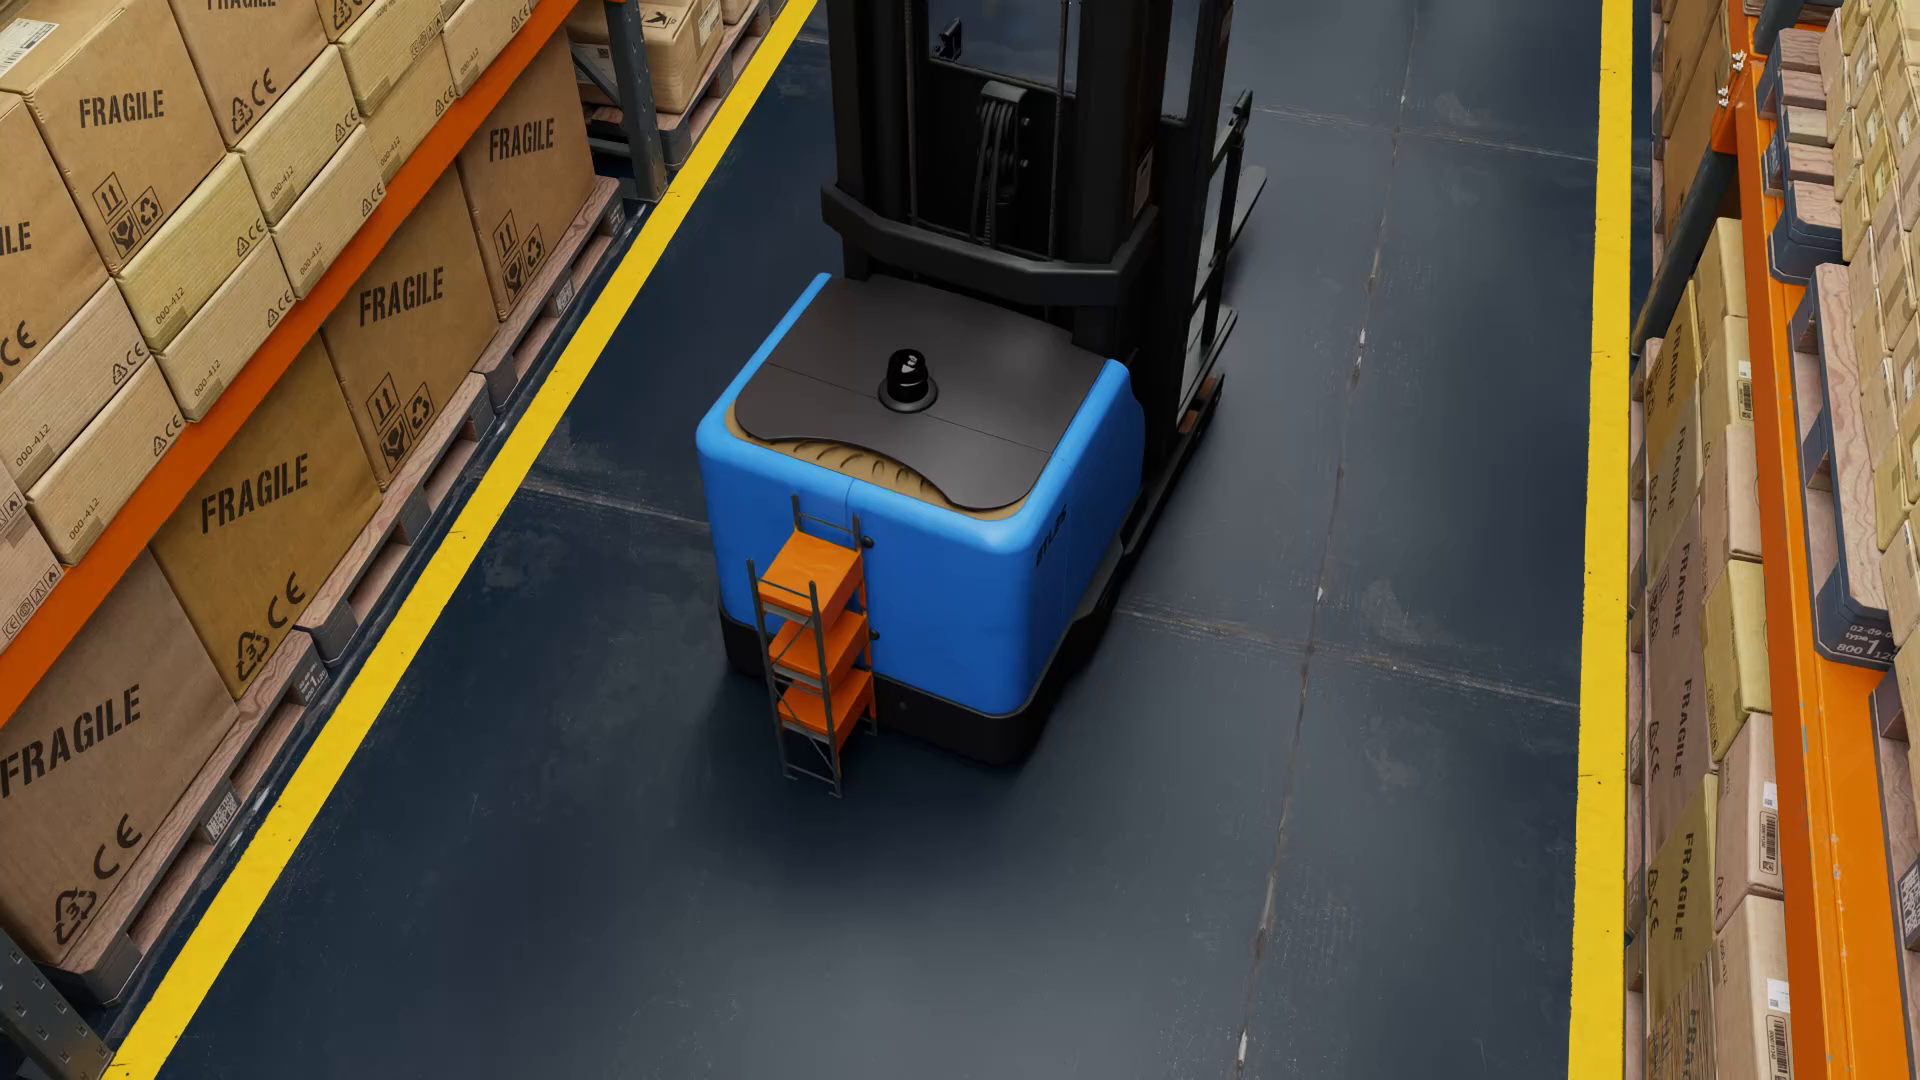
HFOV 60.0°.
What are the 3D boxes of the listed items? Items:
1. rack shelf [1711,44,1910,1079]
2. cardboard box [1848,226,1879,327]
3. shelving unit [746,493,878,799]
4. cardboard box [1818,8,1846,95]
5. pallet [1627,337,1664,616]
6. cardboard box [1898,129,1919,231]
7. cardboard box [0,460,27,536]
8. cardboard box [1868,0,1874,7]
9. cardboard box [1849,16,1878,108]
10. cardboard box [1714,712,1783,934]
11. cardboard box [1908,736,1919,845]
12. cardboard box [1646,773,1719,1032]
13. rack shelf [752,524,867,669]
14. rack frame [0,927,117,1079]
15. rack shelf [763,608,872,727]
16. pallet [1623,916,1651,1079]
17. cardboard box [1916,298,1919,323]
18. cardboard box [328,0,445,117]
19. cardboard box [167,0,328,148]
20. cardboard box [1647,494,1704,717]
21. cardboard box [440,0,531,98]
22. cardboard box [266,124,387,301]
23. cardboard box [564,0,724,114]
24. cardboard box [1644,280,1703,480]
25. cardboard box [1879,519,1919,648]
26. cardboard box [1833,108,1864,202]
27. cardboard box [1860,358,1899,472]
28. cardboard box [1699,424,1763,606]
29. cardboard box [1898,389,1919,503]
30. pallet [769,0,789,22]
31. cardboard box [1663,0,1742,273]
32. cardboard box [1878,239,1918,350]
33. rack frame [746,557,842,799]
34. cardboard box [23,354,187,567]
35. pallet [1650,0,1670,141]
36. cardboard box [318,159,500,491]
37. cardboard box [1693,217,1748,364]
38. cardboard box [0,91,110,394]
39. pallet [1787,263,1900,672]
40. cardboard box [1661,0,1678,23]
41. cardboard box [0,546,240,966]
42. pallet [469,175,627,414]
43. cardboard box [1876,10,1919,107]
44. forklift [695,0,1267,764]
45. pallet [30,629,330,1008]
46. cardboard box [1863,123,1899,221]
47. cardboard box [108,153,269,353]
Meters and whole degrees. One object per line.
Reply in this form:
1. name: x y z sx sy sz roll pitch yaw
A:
1. rack shelf: 2.539 0.047 4.188 1.077 0.370 4.000 12 50 10
2. cardboard box: 2.474 -0.632 4.195 0.380 0.149 0.250 13 50 11
3. shelving unit: -0.405 0.331 4.753 0.215 1.050 0.252 19 53 16
4. cardboard box: 2.753 -1.410 4.881 0.380 0.149 0.250 11 49 10
5. pallet: 2.858 -0.150 5.742 1.003 0.211 1.213 12 50 10
6. cardboard box: 2.480 -0.836 3.977 0.380 0.149 0.250 14 50 12
7. cardboard box: -2.402 -0.027 3.540 0.500 0.250 0.500 10 49 9
8. cardboard box: 2.756 -1.591 4.645 0.380 0.149 0.250 12 50 10
9. cardboard box: 2.675 -1.286 4.573 0.380 0.149 0.250 14 50 12
10. cardboard box: 2.113 0.738 3.985 0.500 0.250 0.500 14 50 12
11. cardboard box: 2.061 0.505 3.191 0.380 0.149 0.250 11 50 10
12. cardboard box: 2.100 0.988 4.265 0.500 0.500 0.500 11 49 9
13. rack shelf: -0.408 0.155 4.544 0.215 0.259 0.240 19 53 16
14. rack frame: -2.789 0.352 3.439 1.000 3.000 0.127 12 50 10
15. rack shelf: -0.405 0.338 4.761 0.215 0.259 0.240 19 53 16
16. pallet: 2.216 1.615 4.184 1.003 0.211 1.213 12 50 10
17. cardboard box: 2.343 -0.464 3.649 0.380 0.149 0.250 11 49 10
18. cardboard box: -1.865 -1.511 4.850 0.500 0.250 0.500 10 49 9
19. cardboard box: -2.025 -1.385 4.238 0.500 0.500 0.500 11 49 9
20. cardboard box: 2.374 0.248 4.917 0.500 0.500 0.500 10 49 9
21. cardboard box: -1.739 -1.702 5.352 0.500 0.250 0.500 12 50 11
22. cardboard box: -1.993 -0.967 4.703 0.500 0.250 0.500 11 49 9
23. cardboard box: -1.578 -2.218 7.179 0.950 0.372 0.625 9 49 7
24. cardboard box: 2.633 -0.488 5.567 0.500 0.500 0.500 10 49 8
25. cardboard box: 2.195 0.122 3.529 0.380 0.149 0.250 10 49 8
26. cardboard box: 2.612 -1.021 4.538 0.380 0.149 0.250 14 50 12
27. cardboard box: 2.336 -0.263 3.869 0.380 0.149 0.250 10 49 9
28. cardboard box: 2.374 -0.025 4.658 0.500 0.250 0.500 12 50 10
29. cardboard box: 2.270 -0.180 3.597 0.380 0.149 0.250 12 50 10
30. pallet: -1.206 -3.063 8.313 1.003 0.211 1.213 12 50 10
31. cardboard box: 3.313 -1.455 6.254 1.050 0.750 0.750 11 49 10
32. cardboard box: 2.407 -0.550 3.924 0.380 0.149 0.250 11 50 10
33. rack frame: -0.456 0.416 4.682 0.200 1.050 0.008 19 53 16
34. cardboard box: -2.284 -0.239 4.061 0.500 0.250 0.500 10 49 9
35. pallet: 3.669 -2.150 7.507 1.003 0.211 1.213 12 50 10
36. cardboard box: -2.237 -0.850 5.637 0.875 0.875 0.875 12 50 10
37. cardboard box: 2.650 -0.747 5.295 0.500 0.250 0.500 10 49 8
38. cardboard box: -2.289 -0.647 3.587 0.500 0.500 0.500 11 50 10
39. pallet: 2.584 -0.134 3.996 1.003 0.211 1.213 12 50 10
40. cardboard box: 3.784 -2.762 7.407 1.050 0.750 0.750 12 50 10
41. cardboard box: -2.703 0.452 4.488 0.875 0.875 0.875 13 50 11
42. pallet: -2.017 -1.063 6.548 1.003 0.211 1.213 12 50 10
43. cardboard box: 2.620 -1.223 4.319 0.380 0.149 0.250 11 50 10
44. forklift: 0.319 -1.411 5.040 1.130 2.935 3.031 19 51 16
45. pallet: -2.659 0.701 4.990 1.003 0.211 1.213 12 50 10
46. cardboard box: 2.542 -0.909 4.241 0.380 0.149 0.250 12 50 10
47. cardboard box: -2.133 -0.769 4.195 0.500 0.250 0.500 12 50 11
